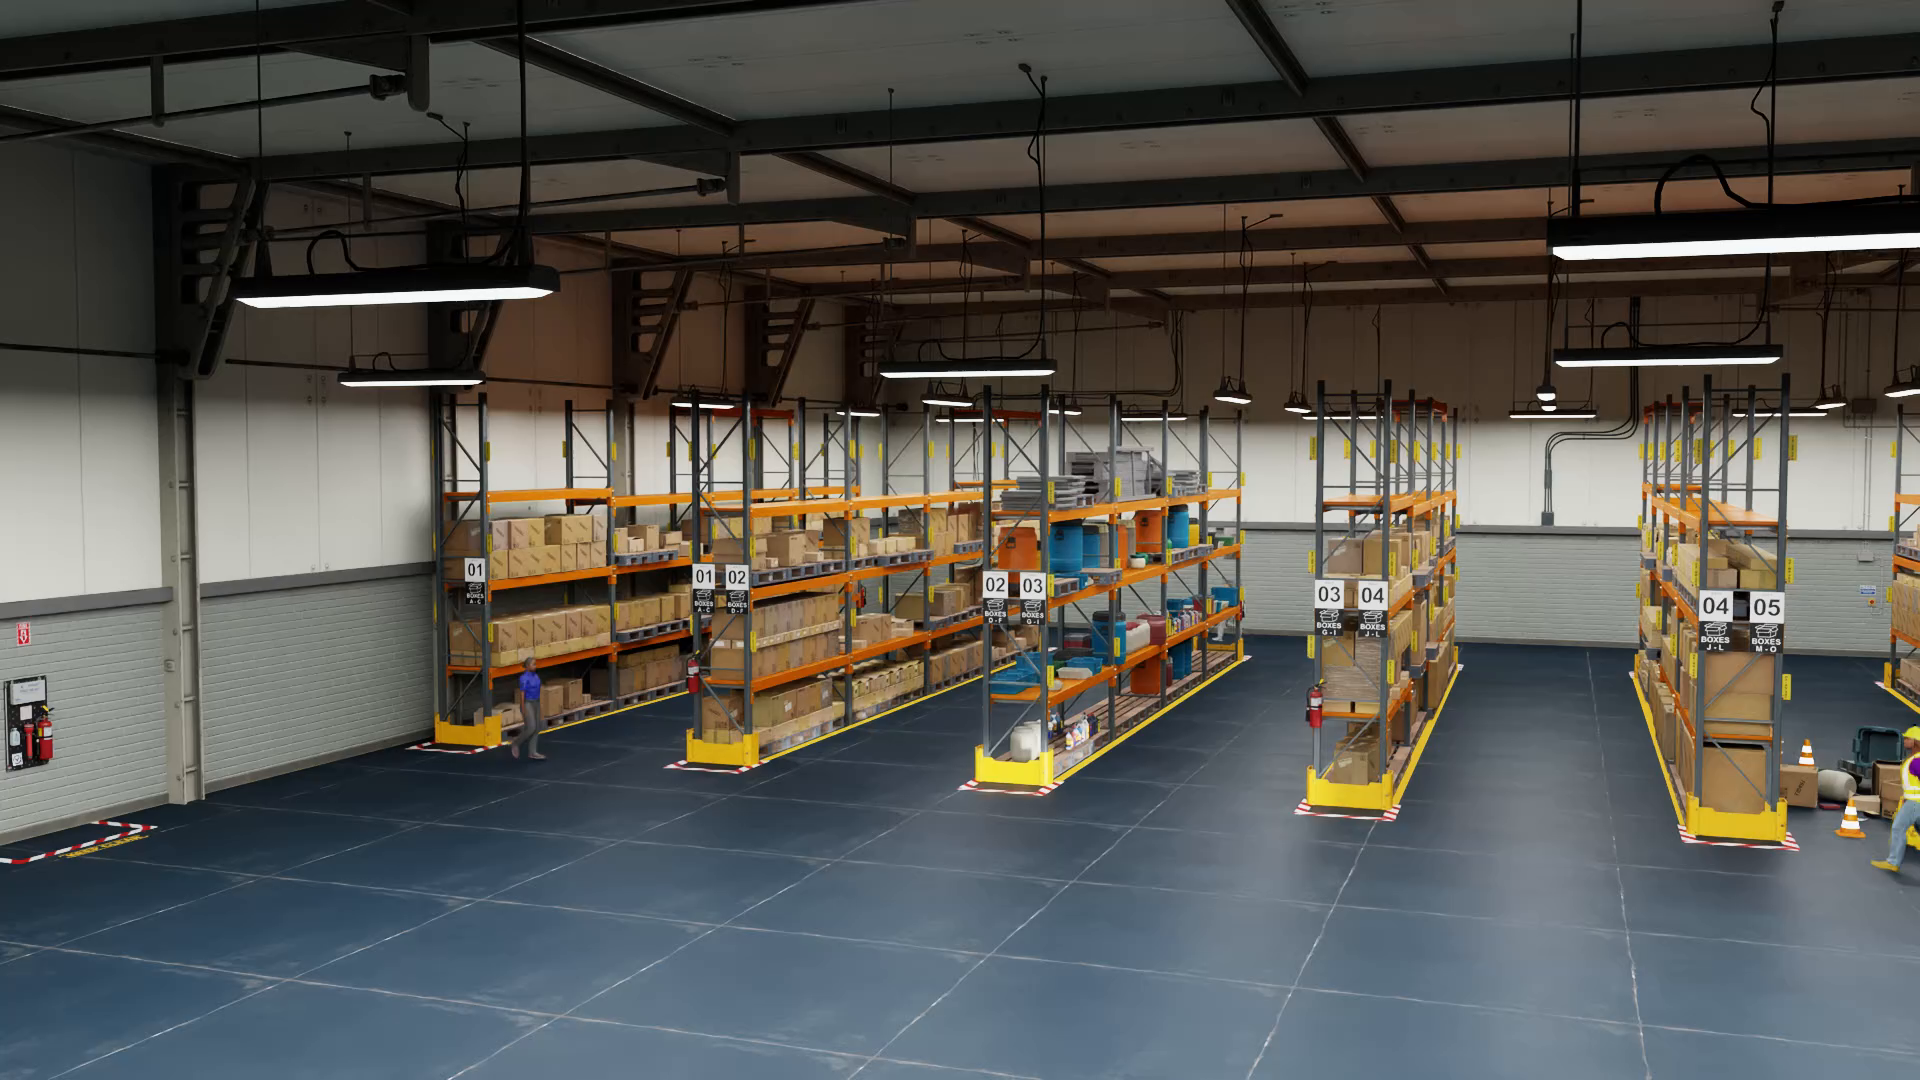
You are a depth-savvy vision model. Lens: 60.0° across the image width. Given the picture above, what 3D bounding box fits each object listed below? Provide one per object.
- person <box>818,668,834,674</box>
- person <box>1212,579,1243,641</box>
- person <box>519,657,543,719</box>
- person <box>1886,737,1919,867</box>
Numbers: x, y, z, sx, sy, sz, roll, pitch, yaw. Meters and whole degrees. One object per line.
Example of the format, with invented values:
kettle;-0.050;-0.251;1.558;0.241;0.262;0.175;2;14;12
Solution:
person;-2.834;2.180;35.352;0.454;1.490;0.839;0;3;5
person;7.056;1.834;43.779;0.887;1.645;0.393;0;3;-8
person;-6.962;2.392;26.940;0.292;0.990;0.461;1;3;16
person;11.458;3.075;19.699;0.838;1.637;0.572;1;3;22
